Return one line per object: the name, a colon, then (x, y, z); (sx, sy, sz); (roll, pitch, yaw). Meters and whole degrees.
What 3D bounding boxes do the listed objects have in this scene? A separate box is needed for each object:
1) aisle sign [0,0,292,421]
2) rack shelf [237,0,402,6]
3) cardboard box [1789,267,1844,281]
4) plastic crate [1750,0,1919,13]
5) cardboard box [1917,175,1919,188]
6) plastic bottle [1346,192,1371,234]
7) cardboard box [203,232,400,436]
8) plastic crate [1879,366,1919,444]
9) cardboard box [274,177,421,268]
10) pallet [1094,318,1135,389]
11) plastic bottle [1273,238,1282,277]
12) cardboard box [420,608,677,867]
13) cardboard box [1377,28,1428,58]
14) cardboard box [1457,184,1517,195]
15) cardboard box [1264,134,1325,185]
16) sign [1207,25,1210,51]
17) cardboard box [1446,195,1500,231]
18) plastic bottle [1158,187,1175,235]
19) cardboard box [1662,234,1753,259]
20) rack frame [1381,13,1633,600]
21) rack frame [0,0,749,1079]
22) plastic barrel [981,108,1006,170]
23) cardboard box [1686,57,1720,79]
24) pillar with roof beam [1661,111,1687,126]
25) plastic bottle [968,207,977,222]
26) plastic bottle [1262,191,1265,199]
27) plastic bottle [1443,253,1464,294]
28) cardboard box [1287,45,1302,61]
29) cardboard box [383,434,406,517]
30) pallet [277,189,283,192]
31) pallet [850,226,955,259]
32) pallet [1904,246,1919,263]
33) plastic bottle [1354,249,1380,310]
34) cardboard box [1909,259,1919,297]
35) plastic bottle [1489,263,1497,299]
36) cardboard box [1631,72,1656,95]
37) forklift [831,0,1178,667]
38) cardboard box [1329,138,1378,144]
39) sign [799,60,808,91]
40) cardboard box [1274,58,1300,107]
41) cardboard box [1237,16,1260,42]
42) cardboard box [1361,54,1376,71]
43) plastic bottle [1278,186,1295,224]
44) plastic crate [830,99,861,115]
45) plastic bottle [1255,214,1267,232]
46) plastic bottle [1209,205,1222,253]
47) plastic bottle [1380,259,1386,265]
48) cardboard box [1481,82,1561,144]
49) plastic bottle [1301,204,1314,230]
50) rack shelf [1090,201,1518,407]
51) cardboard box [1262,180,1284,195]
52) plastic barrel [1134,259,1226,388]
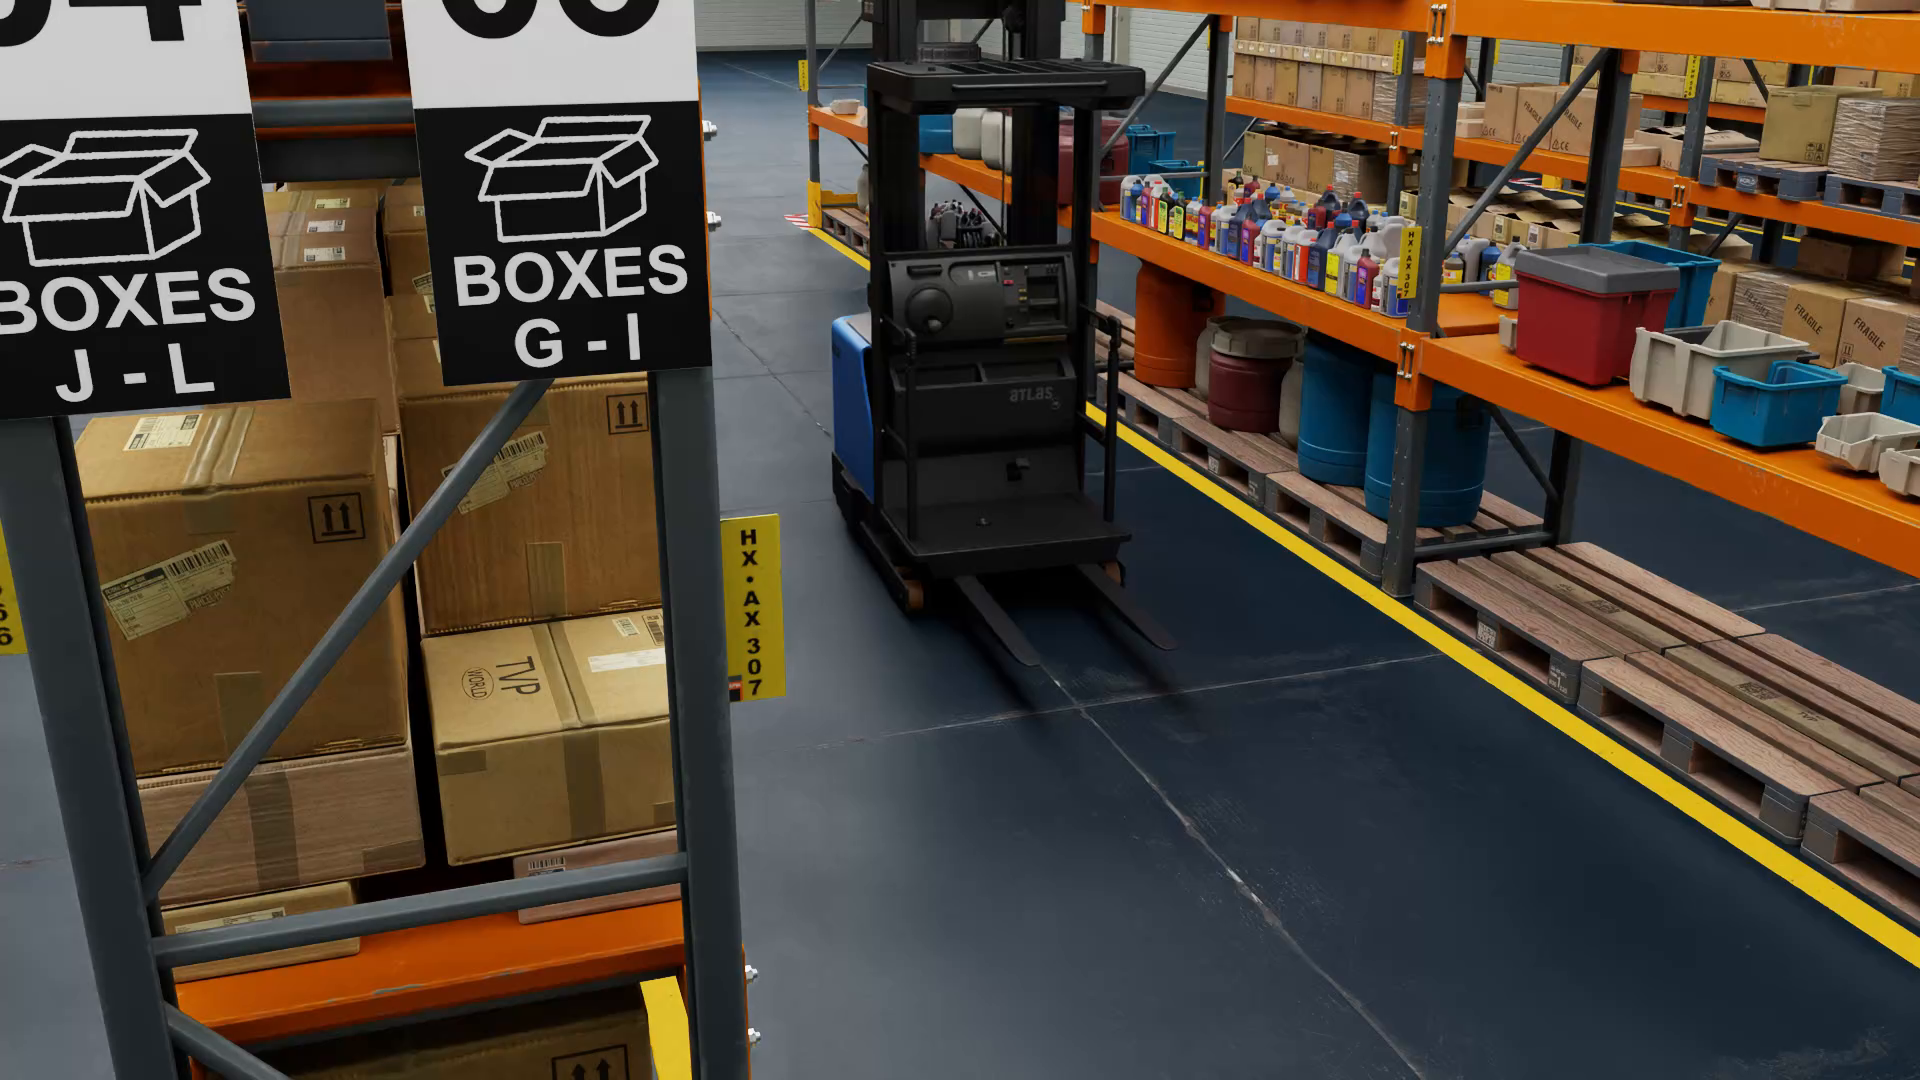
aisle sign: (-1.135, -0.551, 2.167); (0.394, 0.787, 0.004); (-6, 21, -17)
rack shelf: (-2.758, -2.381, 7.735); (1.077, 0.370, 4.000); (-6, 21, -17)
cardboard box: (6.535, -1.756, 12.416); (0.500, 0.500, 0.500); (-6, 20, -15)
plastic crate: (2.945, -1.833, 5.535); (0.437, 0.136, 0.530); (-6, 21, -17)
cardboard box: (6.662, -2.522, 10.733); (0.700, 0.500, 0.500); (-12, 23, -31)
plastic bottle: (2.317, -1.844, 9.685); (0.144, 0.351, 0.185); (-6, 21, -17)
cardboard box: (-1.906, -0.582, 4.773); (0.500, 0.500, 0.500); (-7, 21, -19)
plastic crate: (3.556, -0.491, 6.005); (0.416, 0.233, 0.300); (-6, 21, -17)
cardboard box: (-2.338, -1.389, 6.715); (0.797, 0.503, 0.637); (-7, 21, -19)
pallet: (1.108, -1.416, 12.547); (1.003, 0.211, 1.213); (-6, 21, -17)
plastic bottle: (1.763, -1.548, 9.081); (0.097, 0.201, 0.097); (0, 20, 0)
cardboard box: (-0.767, 0.365, 3.244); (0.500, 0.250, 0.500); (-7, 21, -19)
cardboard box: (4.616, -5.084, 16.566); (0.700, 0.500, 0.500); (-6, 21, -17)
cardboard box: (5.161, -3.353, 16.430); (0.500, 0.311, 0.500); (-6, 21, -17)
cardboard box: (3.790, -4.310, 18.815); (0.500, 0.500, 0.500); (-6, 21, -17)
sign: (2.975, -5.956, 19.663); (0.100, 0.325, 0.005); (-6, 21, -17)
cardboard box: (4.807, -3.132, 15.815); (0.500, 0.311, 0.500); (-7, 21, -18)
plastic bottle: (1.288, -2.051, 10.363); (0.061, 0.283, 0.133); (-6, 21, -17)
cardboard box: (6.133, -2.368, 13.688); (0.500, 0.311, 0.500); (-6, 21, -15)
rack frame: (2.572, -1.192, 7.799); (1.000, 3.000, 0.127); (-6, 21, -17)
rack frame: (-0.876, 0.618, 2.759); (0.949, 2.616, 0.053); (-6, 21, -17)
plastic barrel: (0.381, -3.258, 13.348); (0.433, 0.535, 0.433); (0, 20, 0)
cardboard box: (8.710, -5.545, 19.000); (0.500, 0.500, 0.500); (-7, 21, -19)
pillar with roof beam: (5.160, -8.329, 18.793); (9.100, 9.000, 0.400); (-6, 21, -17)
plastic bottle: (0.139, -3.084, 16.332); (0.144, 0.351, 0.185); (-7, 21, -19)
plastic bottle: (1.969, -2.154, 10.769); (0.097, 0.201, 0.097); (0, 20, 0)
plastic bottle: (2.561, -1.386, 8.632); (0.097, 0.201, 0.097); (0, 20, 0)
cardboard box: (3.830, -5.359, 18.291); (0.380, 0.149, 0.250); (-7, 21, -18)
cardboard box: (-1.911, -0.231, 4.904); (0.500, 0.250, 0.500); (-6, 21, -16)
pallet: (-3.712, -2.077, 10.545); (1.213, 0.211, 1.003); (-6, 21, -17)
pallet: (-0.501, -3.059, 17.122); (1.003, 0.211, 1.213); (-6, 21, -17)
pallet: (10.096, -2.858, 16.561); (1.003, 0.211, 1.213); (-6, 21, -17)
plastic bottle: (2.026, -1.299, 8.268); (0.061, 0.283, 0.133); (-6, 21, -17)
cardboard box: (6.883, -1.764, 11.328); (0.500, 0.250, 0.500); (-7, 21, -18)
plastic bottle: (2.767, -1.340, 8.503); (0.097, 0.201, 0.097); (0, 20, 0)
cardboard box: (8.389, -5.515, 20.026); (0.500, 0.250, 0.500); (-7, 21, -18)
forklift: (0.175, -1.175, 7.852); (1.130, 2.935, 3.031); (-6, 21, -15)
cardboard box: (4.439, -4.204, 18.521); (0.500, 0.500, 0.500); (-6, 21, -17)
sign: (-1.723, -5.116, 18.314); (0.100, 0.325, 0.005); (-6, 21, -17)
cardboard box: (3.959, -5.136, 18.631); (0.700, 0.500, 0.500); (-6, 21, -17)
cardboard box: (3.655, -6.058, 19.277); (0.700, 0.500, 0.500); (-6, 21, -17)
cardboard box: (4.312, -4.865, 16.916); (0.380, 0.149, 0.250); (-7, 21, -19)
plastic bottle: (2.061, -2.093, 10.496); (0.097, 0.271, 0.097); (0, 20, 0)
plastic crate: (-1.224, -4.598, 17.670); (0.298, 0.136, 0.250); (-6, 21, -17)
plastic bottle: (1.706, -1.704, 9.414); (0.097, 0.271, 0.097); (0, 20, 0)
plastic bottle: (1.518, -1.831, 9.768); (0.097, 0.271, 0.097); (0, 20, 0)
plastic bottle: (2.139, -1.327, 8.469); (0.097, 0.201, 0.097); (0, 20, 0)
cardboard box: (5.153, -3.914, 15.229); (0.500, 0.500, 0.500); (-5, 20, -13)
plastic bottle: (2.153, -1.966, 10.247); (0.097, 0.201, 0.097); (0, 20, 0)
rack shelf: (1.944, -1.496, 9.707); (1.077, 0.370, 4.000); (-6, 21, -17)
cardboard box: (3.779, -3.956, 18.938); (0.500, 0.250, 0.500); (-6, 21, -17)
plastic barrel: (1.485, -1.497, 11.236); (0.600, 0.830, 0.708); (-6, 21, -17)
